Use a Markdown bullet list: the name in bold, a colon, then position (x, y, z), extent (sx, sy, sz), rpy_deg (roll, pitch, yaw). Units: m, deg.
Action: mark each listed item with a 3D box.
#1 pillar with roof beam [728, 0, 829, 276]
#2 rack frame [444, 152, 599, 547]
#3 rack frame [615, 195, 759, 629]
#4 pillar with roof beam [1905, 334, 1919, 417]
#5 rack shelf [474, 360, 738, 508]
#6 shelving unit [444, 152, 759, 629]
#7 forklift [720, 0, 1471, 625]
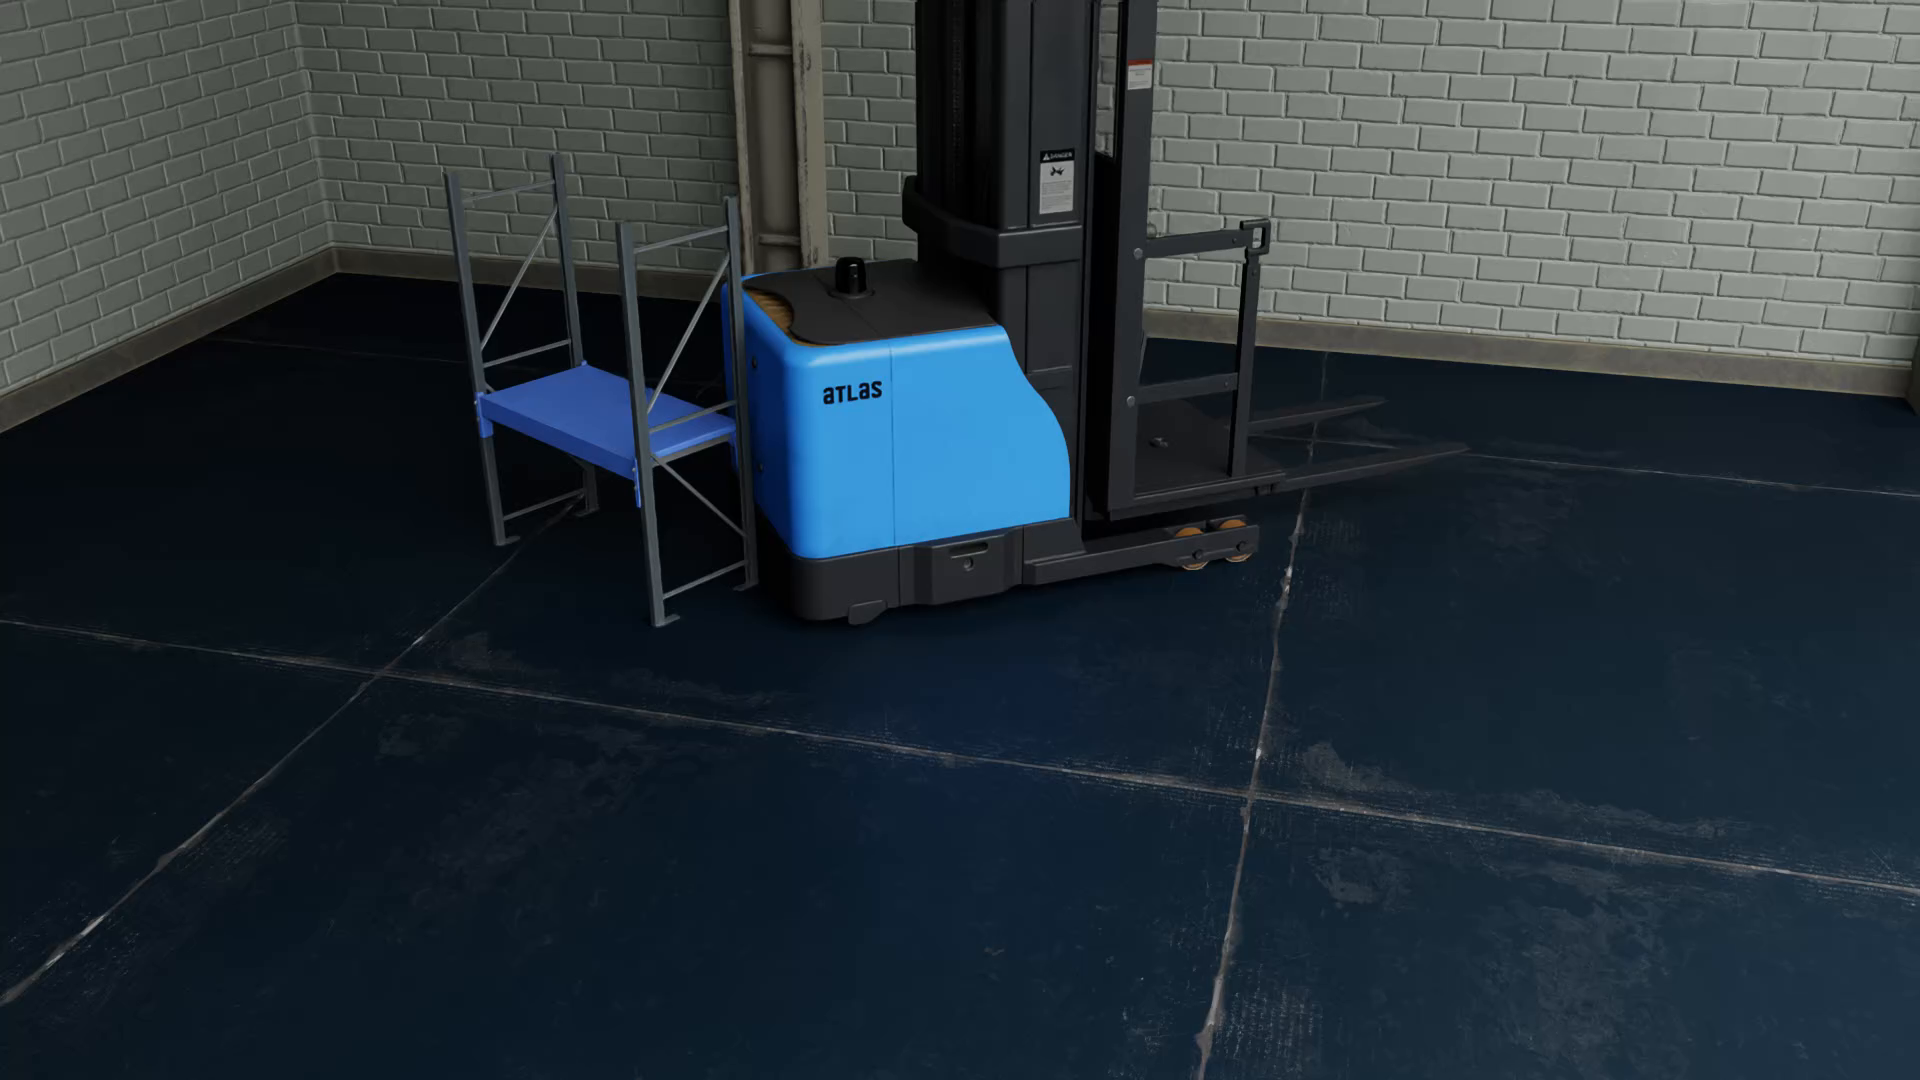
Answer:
- **pillar with roof beam**: position (-2.043, -3.547, 3.732), extent (0.400, 9.000, 9.100), rpy_deg (6, 26, 13)
- **rack frame**: position (-1.704, -0.732, 6.542), extent (0.032, 1.500, 0.500), rpy_deg (21, 33, 37)
- **rack frame**: position (-0.952, -0.438, 5.925), extent (0.032, 1.500, 0.500), rpy_deg (21, 33, 37)
- **pillar with roof beam**: position (3.768, -2.905, 2.382), extent (0.400, 9.000, 9.100), rpy_deg (6, 26, 13)
- **rack shelf**: position (-1.328, -0.422, 6.311), extent (1.000, 0.185, 0.538), rpy_deg (21, 33, 37)
- **shelving unit**: position (-1.328, -0.585, 6.233), extent (1.048, 1.500, 0.538), rpy_deg (21, 33, 37)
- **forklift**: position (0.639, -1.404, 6.289), extent (3.031, 2.935, 1.130), rpy_deg (-10, 27, -20)
